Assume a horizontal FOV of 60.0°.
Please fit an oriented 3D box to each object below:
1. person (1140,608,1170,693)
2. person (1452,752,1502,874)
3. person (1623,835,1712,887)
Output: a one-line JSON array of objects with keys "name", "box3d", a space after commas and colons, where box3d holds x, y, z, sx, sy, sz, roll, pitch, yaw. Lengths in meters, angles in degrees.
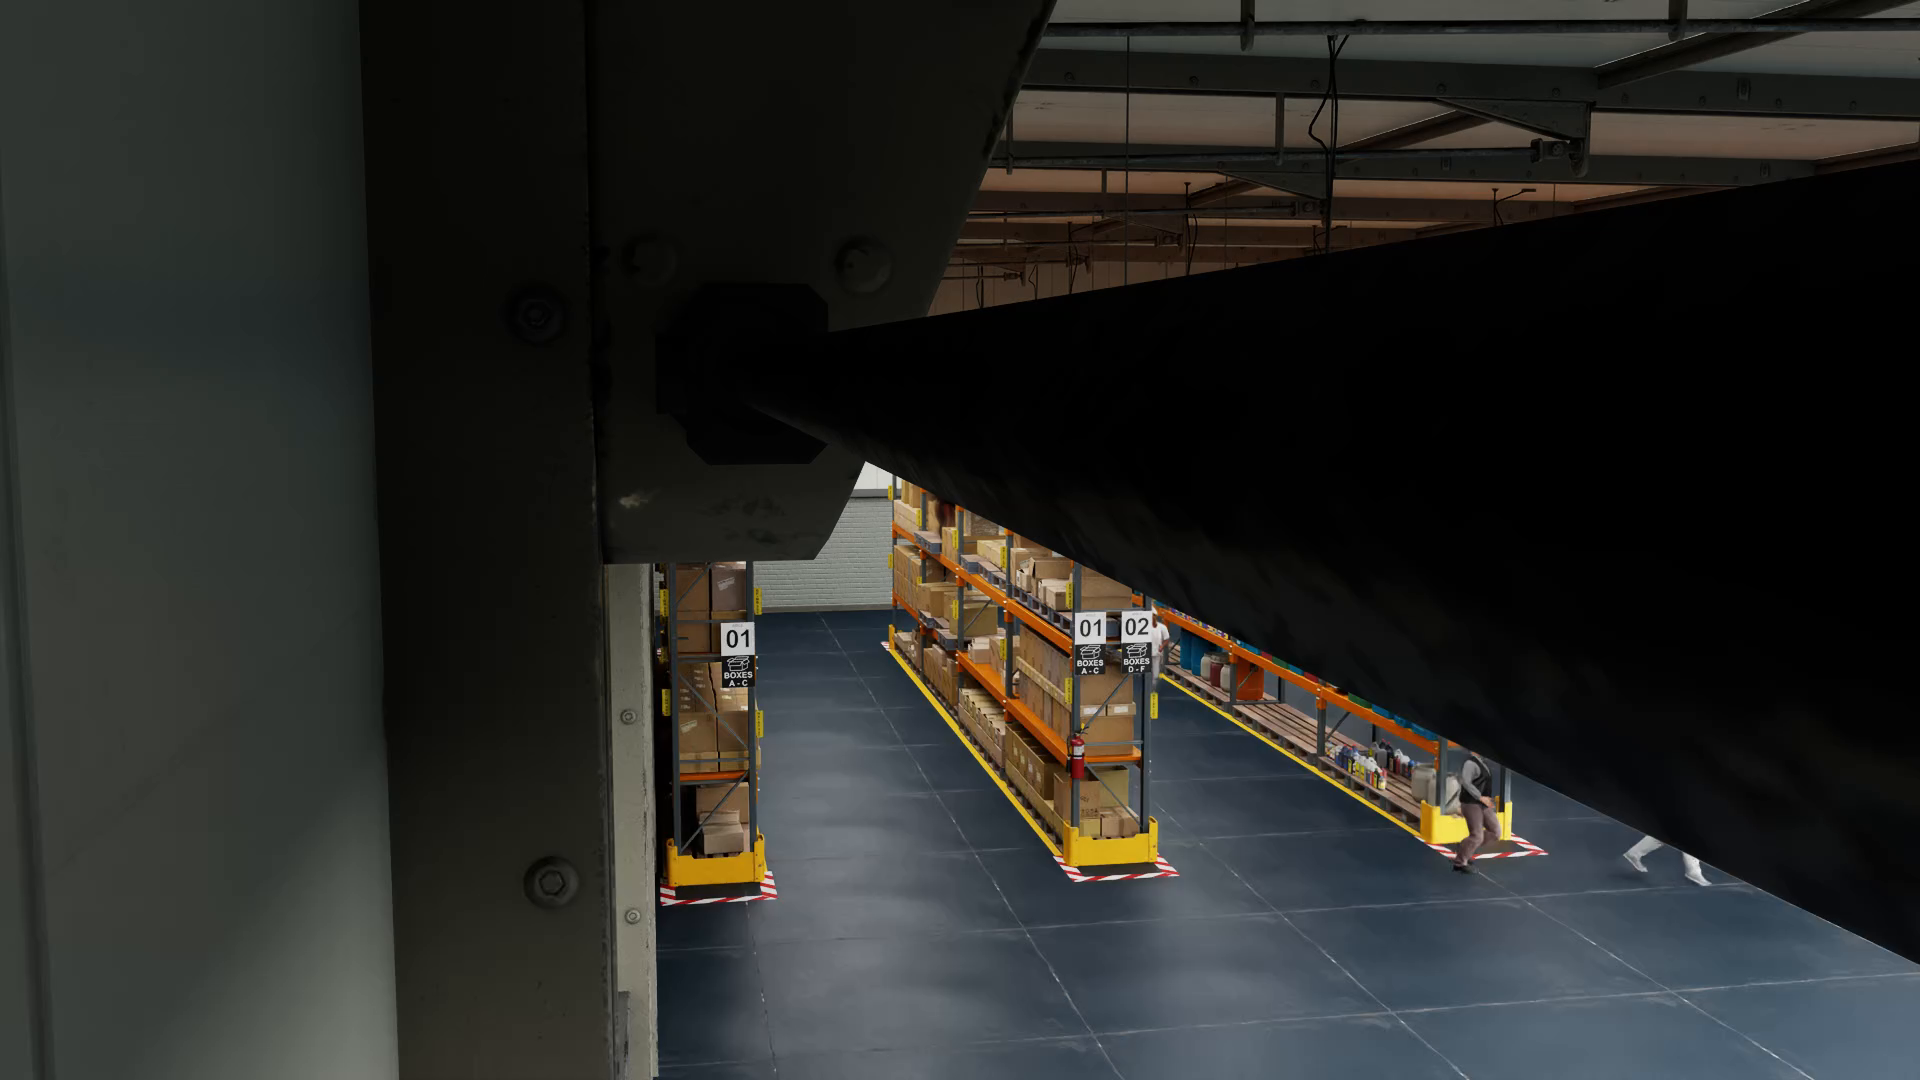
[{"name": "person", "box3d": [3.559, 2.131, 30.934, 0.695, 1.720, 0.568, 0, 6, 2]}, {"name": "person", "box3d": [6.456, 3.313, 20.635, 0.531, 1.586, 0.709, 4, 7, 33]}, {"name": "person", "box3d": [8.620, 3.296, 20.186, 1.007, 1.775, 0.676, 3, 7, 22]}]
